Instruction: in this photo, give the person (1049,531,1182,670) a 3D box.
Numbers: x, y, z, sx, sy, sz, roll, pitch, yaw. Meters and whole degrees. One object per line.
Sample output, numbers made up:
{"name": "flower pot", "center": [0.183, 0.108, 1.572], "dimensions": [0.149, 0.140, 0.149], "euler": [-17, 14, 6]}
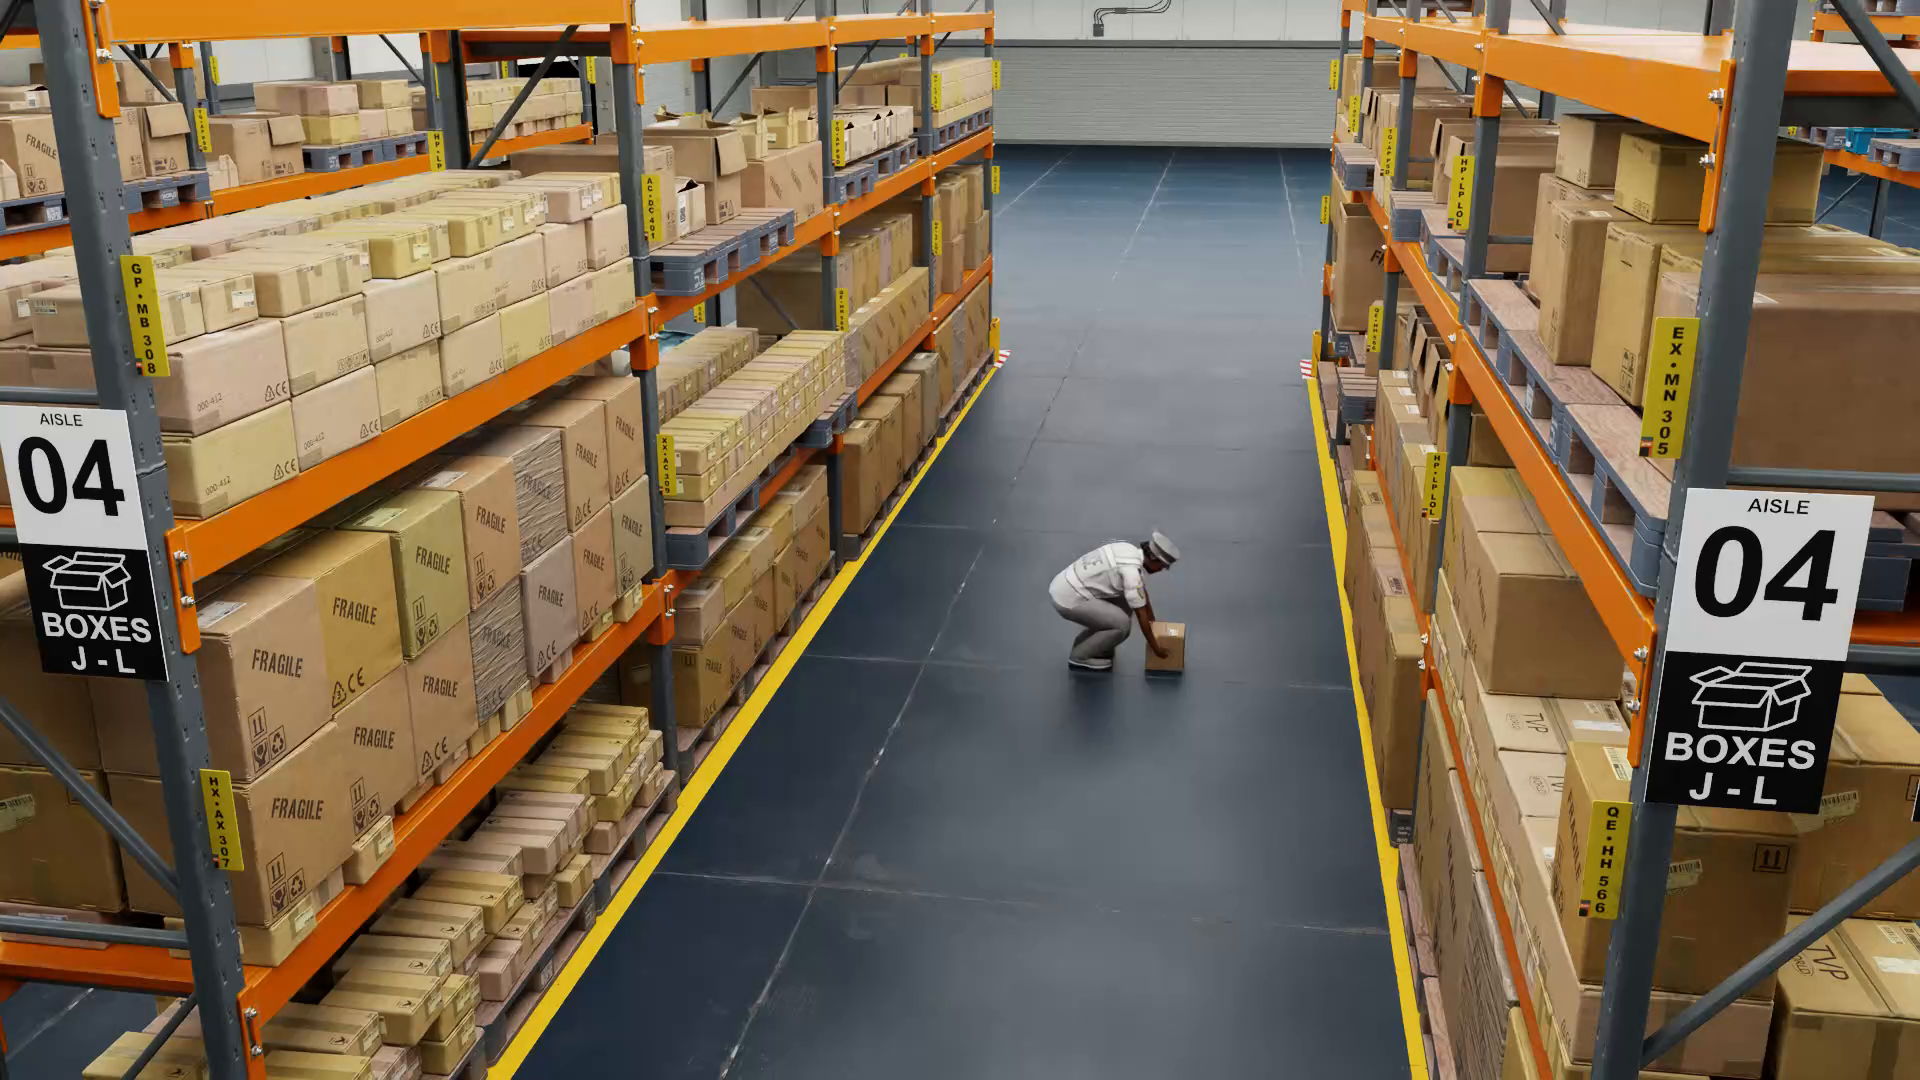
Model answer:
{"name": "person", "center": [1.032, 0.394, 11.106], "dimensions": [0.866, 0.891, 0.481], "euler": [3, 18, 9]}
